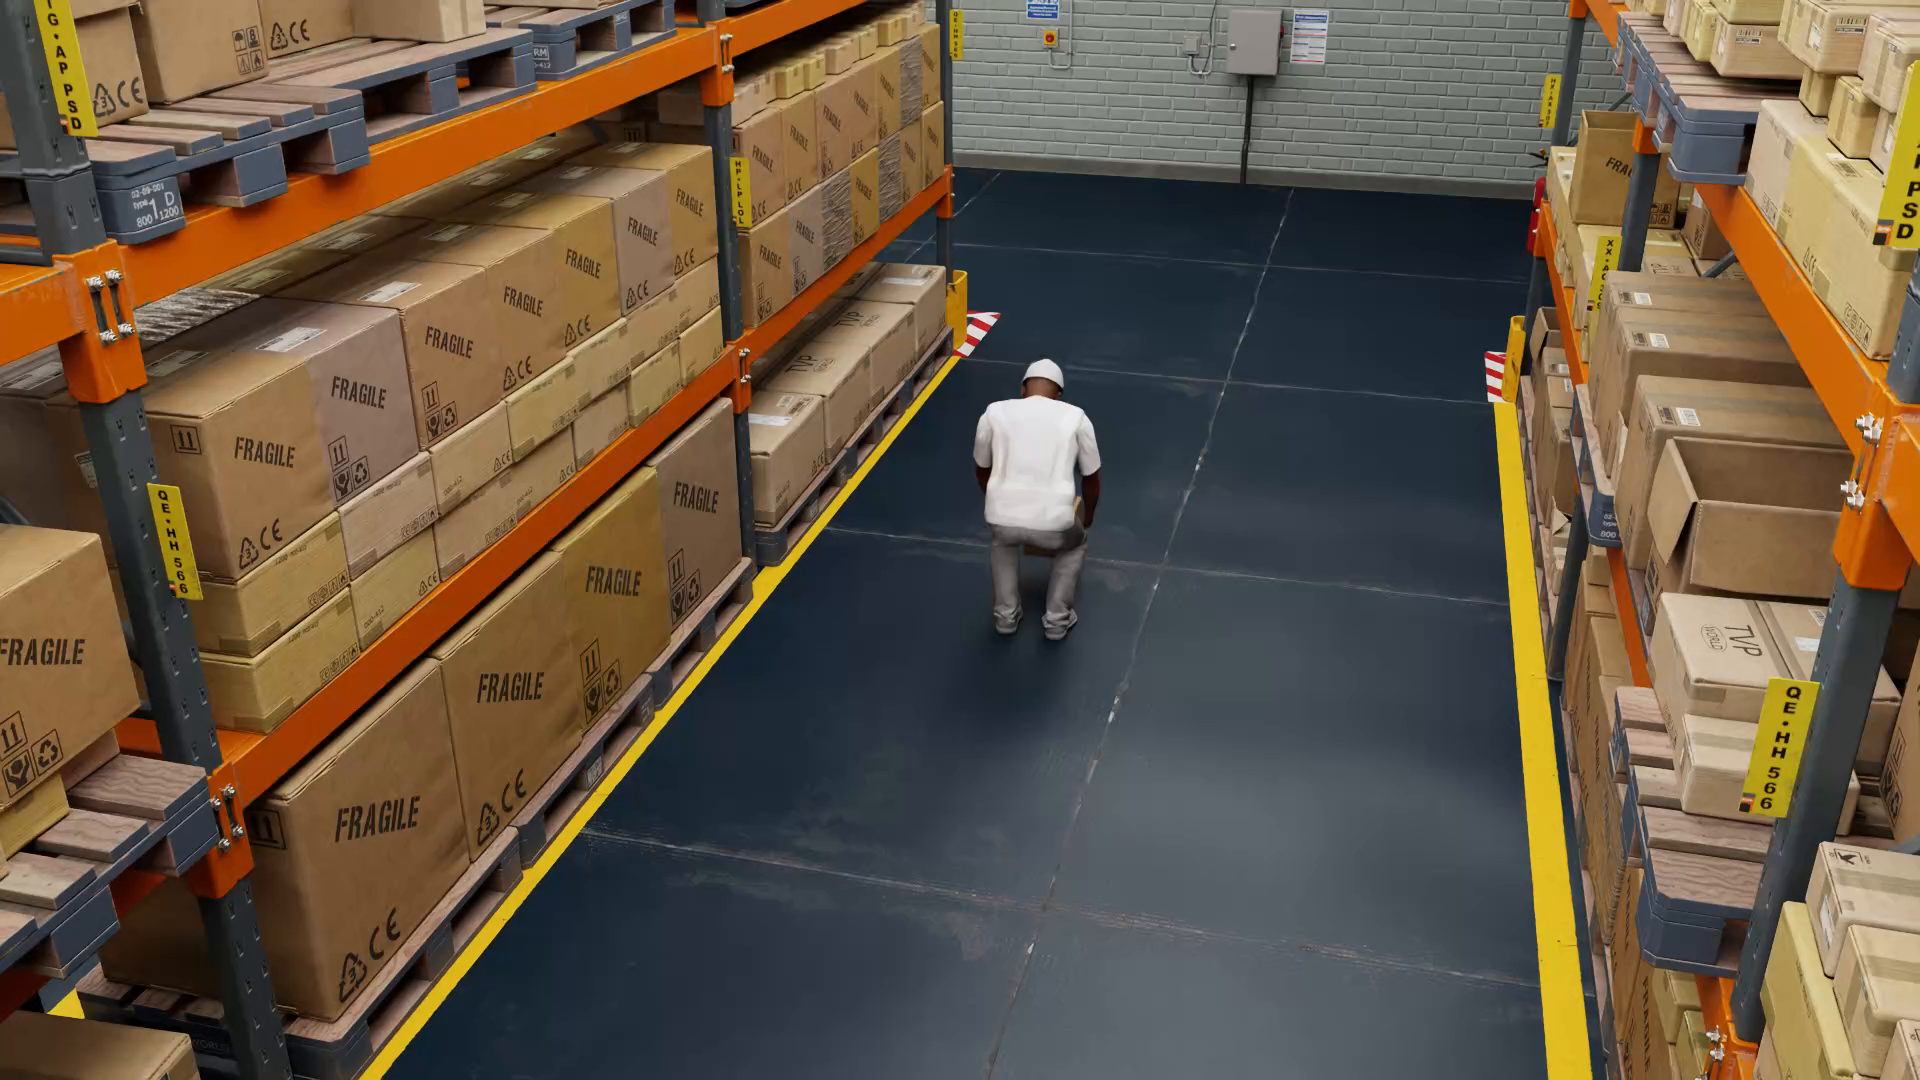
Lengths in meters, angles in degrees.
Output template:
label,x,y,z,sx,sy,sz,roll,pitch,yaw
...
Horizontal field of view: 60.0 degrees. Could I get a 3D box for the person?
label,x,y,z,sx,sy,sz,roll,pitch,yaw
person,0.343,-0.185,8.072,0.626,1.260,0.823,6,26,13
